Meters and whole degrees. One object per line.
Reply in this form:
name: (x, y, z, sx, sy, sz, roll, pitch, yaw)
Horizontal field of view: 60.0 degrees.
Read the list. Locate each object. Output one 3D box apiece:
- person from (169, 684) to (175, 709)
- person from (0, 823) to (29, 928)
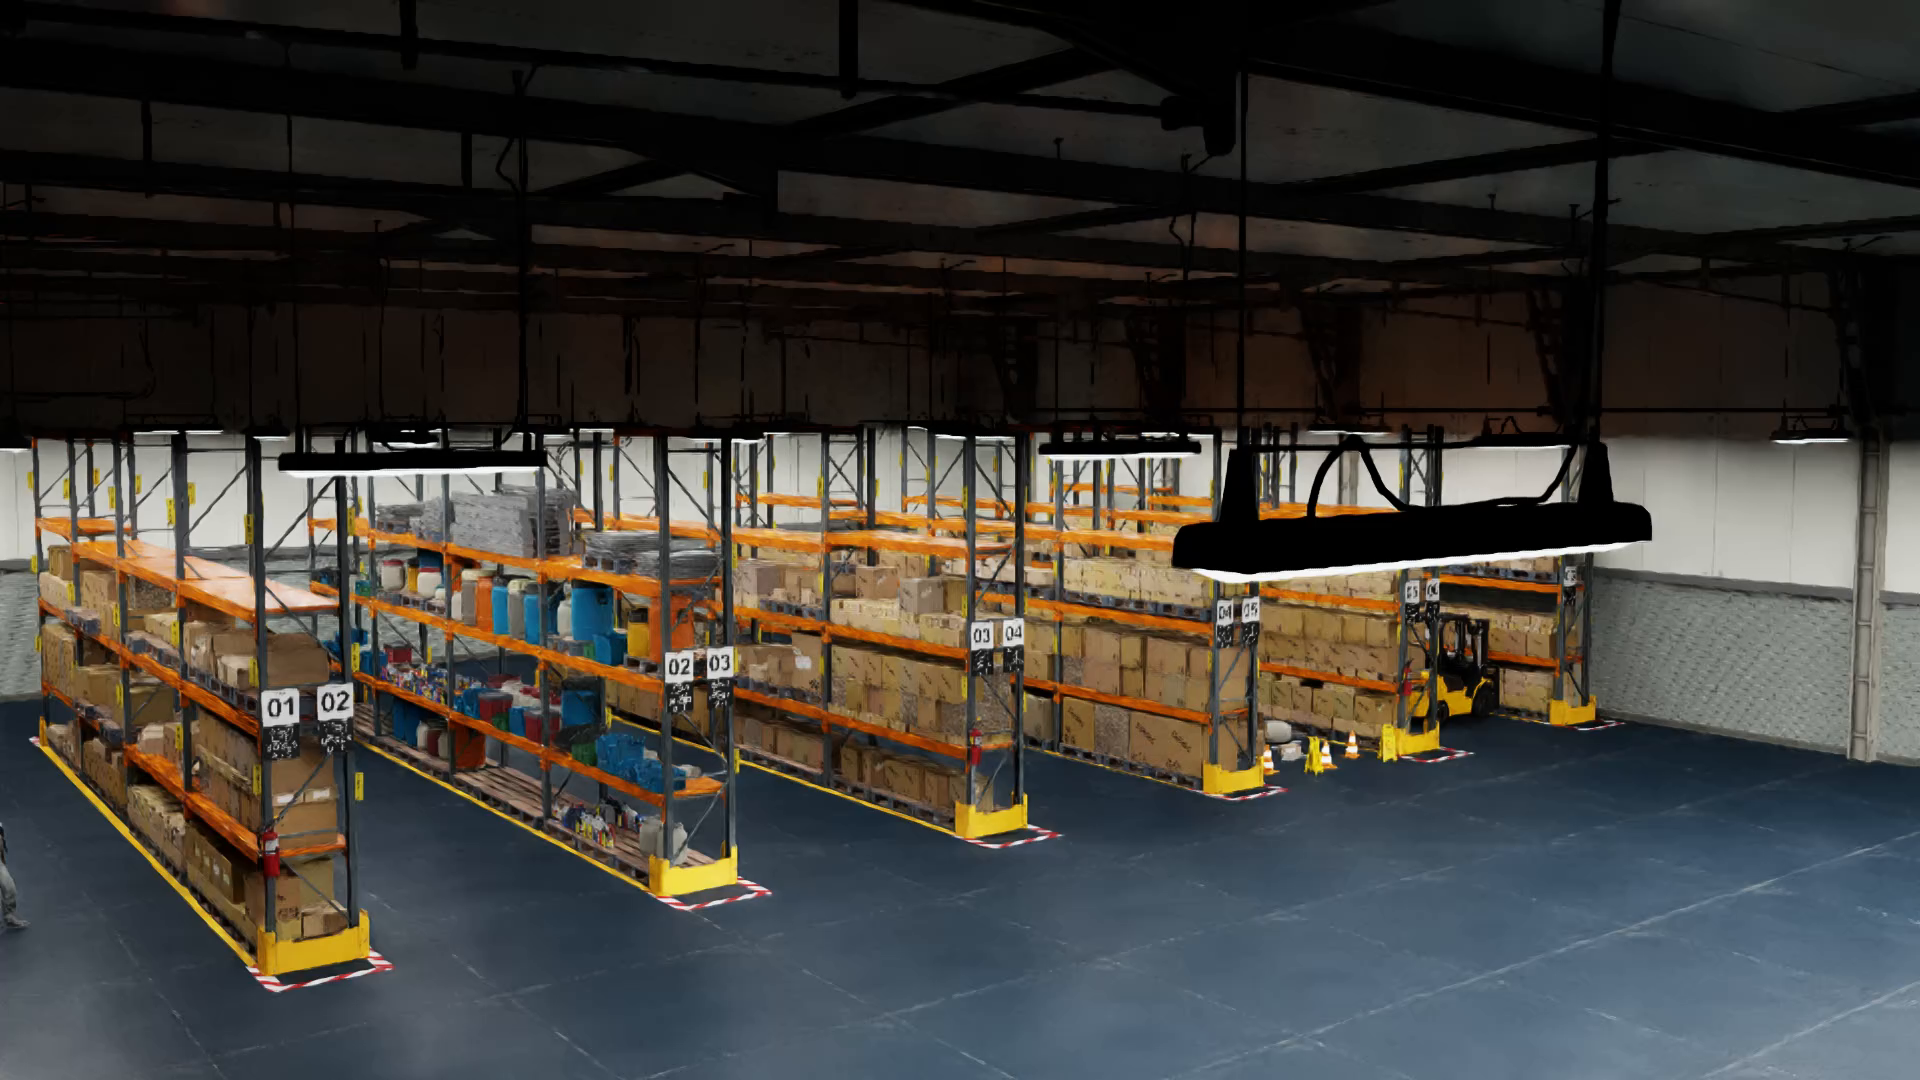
person: (-15.631, 2.972, 32.557, 0.450, 1.572, 1.089, -4, 6, -39)
person: (-11.858, 3.938, 20.214, 0.824, 1.594, 0.655, 3, 6, 36)
